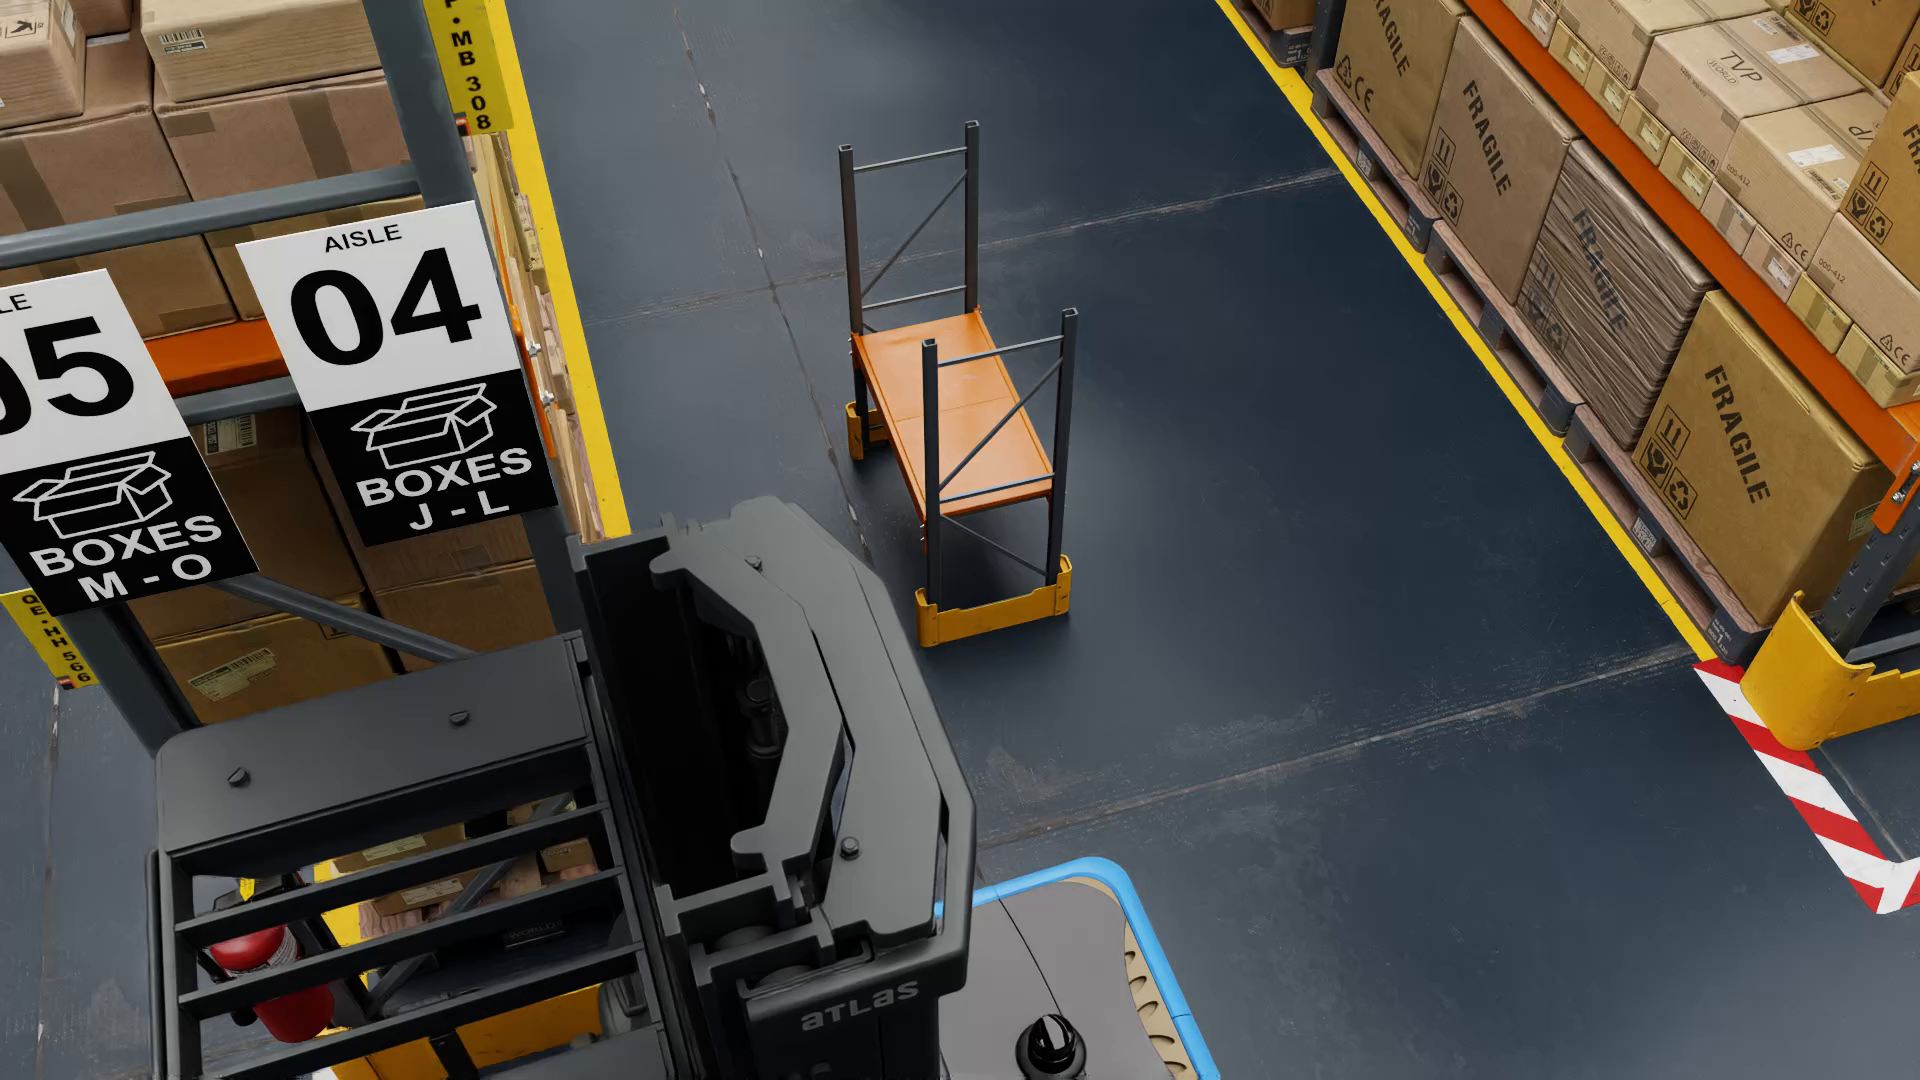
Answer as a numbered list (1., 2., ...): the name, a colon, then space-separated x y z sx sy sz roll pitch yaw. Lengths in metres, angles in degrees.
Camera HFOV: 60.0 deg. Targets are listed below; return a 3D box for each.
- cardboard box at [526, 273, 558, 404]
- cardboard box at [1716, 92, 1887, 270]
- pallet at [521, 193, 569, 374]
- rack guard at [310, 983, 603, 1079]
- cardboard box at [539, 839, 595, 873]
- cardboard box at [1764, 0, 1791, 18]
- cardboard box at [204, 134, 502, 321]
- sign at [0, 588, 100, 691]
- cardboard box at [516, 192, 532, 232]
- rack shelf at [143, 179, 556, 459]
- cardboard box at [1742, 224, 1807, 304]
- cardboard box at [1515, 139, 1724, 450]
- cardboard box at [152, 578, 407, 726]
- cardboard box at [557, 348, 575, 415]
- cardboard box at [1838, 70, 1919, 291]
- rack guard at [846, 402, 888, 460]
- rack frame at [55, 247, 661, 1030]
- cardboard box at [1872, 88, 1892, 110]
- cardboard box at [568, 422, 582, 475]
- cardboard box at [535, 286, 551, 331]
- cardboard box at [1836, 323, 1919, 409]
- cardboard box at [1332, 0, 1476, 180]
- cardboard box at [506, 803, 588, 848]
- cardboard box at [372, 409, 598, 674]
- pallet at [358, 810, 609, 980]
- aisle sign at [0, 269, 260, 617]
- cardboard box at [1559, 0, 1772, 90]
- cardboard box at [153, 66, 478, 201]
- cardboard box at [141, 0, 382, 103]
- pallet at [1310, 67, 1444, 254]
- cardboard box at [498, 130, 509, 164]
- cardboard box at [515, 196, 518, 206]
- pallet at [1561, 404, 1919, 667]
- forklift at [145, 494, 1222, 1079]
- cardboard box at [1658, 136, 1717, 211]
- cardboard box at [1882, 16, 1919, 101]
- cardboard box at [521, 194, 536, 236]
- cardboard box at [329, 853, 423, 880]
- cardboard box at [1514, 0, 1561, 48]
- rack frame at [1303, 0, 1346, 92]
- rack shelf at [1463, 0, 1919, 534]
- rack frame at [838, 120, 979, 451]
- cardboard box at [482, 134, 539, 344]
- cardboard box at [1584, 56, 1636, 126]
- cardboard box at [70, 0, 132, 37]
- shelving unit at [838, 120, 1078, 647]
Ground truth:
1. cardboard box: -1.514 -0.695 4.904 0.500 0.500 0.500 -13 51 -10
2. cardboard box: 2.892 -1.191 5.485 0.500 0.250 0.500 -14 51 -12
3. pallet: -2.280 -0.971 7.220 1.003 0.211 1.213 -13 51 -11
4. rack guard: -1.352 1.319 5.100 1.175 0.500 0.348 -13 51 -11
5. cardboard box: -1.179 0.898 5.411 0.380 0.149 0.250 -12 51 -10
6. cardboard box: 3.090 -2.063 6.221 0.500 0.250 0.500 -14 51 -12
7. cardboard box: -1.218 -0.735 3.334 0.500 0.250 0.500 -12 51 -10
8. sign: -1.866 0.205 3.441 0.100 0.325 0.005 -13 51 -11
9. cardboard box: -2.024 -1.312 7.079 0.380 0.149 0.250 -16 52 -13
10. rack shelf: -1.921 -1.626 4.458 1.077 0.370 4.000 -13 51 -11
11. cardboard box: 2.866 -0.957 5.549 0.380 0.149 0.250 -13 51 -11
12. cardboard box: 2.903 -1.043 6.572 0.875 0.875 0.875 -13 51 -11
13. cardboard box: -1.709 0.171 4.174 0.500 0.500 0.500 -12 51 -10
14. cardboard box: -1.765 -0.603 6.676 0.380 0.149 0.250 -13 51 -11
15. cardboard box: 3.043 -1.064 4.888 0.500 0.500 0.500 -13 51 -11
16. rack guard: -0.170 -0.500 6.798 0.587 0.250 0.087 -13 51 -11
17. rack frame: -1.330 0.569 4.098 1.000 3.000 0.127 -13 51 -11
18. cardboard box: 3.394 -1.316 5.591 0.500 0.250 0.500 -14 51 -11
19. cardboard box: -1.568 -0.255 5.994 0.380 0.149 0.250 -13 51 -10
20. cardboard box: -1.794 -0.818 6.468 0.380 0.149 0.250 -16 52 -13
21. cardboard box: 3.018 -0.583 5.234 0.380 0.149 0.250 -12 51 -10
22. cardboard box: 2.374 -2.350 7.674 0.875 0.875 0.875 -13 51 -11
23. cardboard box: -1.240 0.816 5.285 0.380 0.149 0.250 -11 51 -9
24. cardboard box: -1.199 0.051 4.275 0.500 0.500 0.500 -11 51 -9
25. pallet: -1.559 0.811 5.718 1.003 0.211 1.213 -13 51 -11
26. aisle sign: -1.595 -0.148 3.002 0.394 0.787 0.004 -13 51 -11
27. cardboard box: 2.583 -1.942 6.118 0.500 0.250 0.500 -13 51 -11
28. cardboard box: -1.214 -0.897 3.143 0.500 0.250 0.500 -13 51 -10
29. cardboard box: -1.208 -0.927 2.908 0.380 0.149 0.250 -14 51 -11
30. pallet: 2.405 -1.928 8.027 1.003 0.211 1.213 -13 51 -11
31. cardboard box: -1.651 -1.393 4.838 0.500 0.500 0.500 -15 51 -12
32. cardboard box: -2.045 -1.382 6.944 0.380 0.149 0.250 -13 51 -11
33. pallet: 3.127 -0.146 6.525 1.003 0.211 1.213 -13 51 -11
34. forklift: -0.834 1.295 3.531 3.031 2.935 1.130 -15 51 -12
35. cardboard box: 2.715 -1.329 5.862 0.380 0.149 0.250 -14 51 -12
36. cardboard box: 3.406 -1.545 5.293 0.500 0.500 0.500 -14 51 -12
37. cardboard box: -2.071 -1.359 7.314 0.380 0.149 0.250 -13 51 -11
38. cardboard box: -1.759 0.936 5.184 0.380 0.149 0.250 -15 51 -12
39. cardboard box: 2.409 -2.081 6.497 0.380 0.149 0.250 -13 51 -11
40. rack frame: 2.255 -3.400 7.444 1.000 3.000 0.127 -13 51 -11
41. rack shelf: 2.847 -1.707 6.488 1.077 0.370 4.000 -13 51 -11
42. rack frame: -0.176 -0.917 6.332 0.500 1.500 0.032 -13 51 -11
43. cardboard box: -1.364 -0.636 4.200 0.500 0.500 0.500 -12 51 -10
44. cardboard box: 2.566 -1.700 6.175 0.380 0.149 0.250 -12 51 -10
45. cardboard box: -1.709 -1.013 2.980 0.380 0.149 0.250 -13 51 -10
46. shelving unit: -0.023 -0.539 6.013 0.587 1.500 1.083 -13 51 -11
